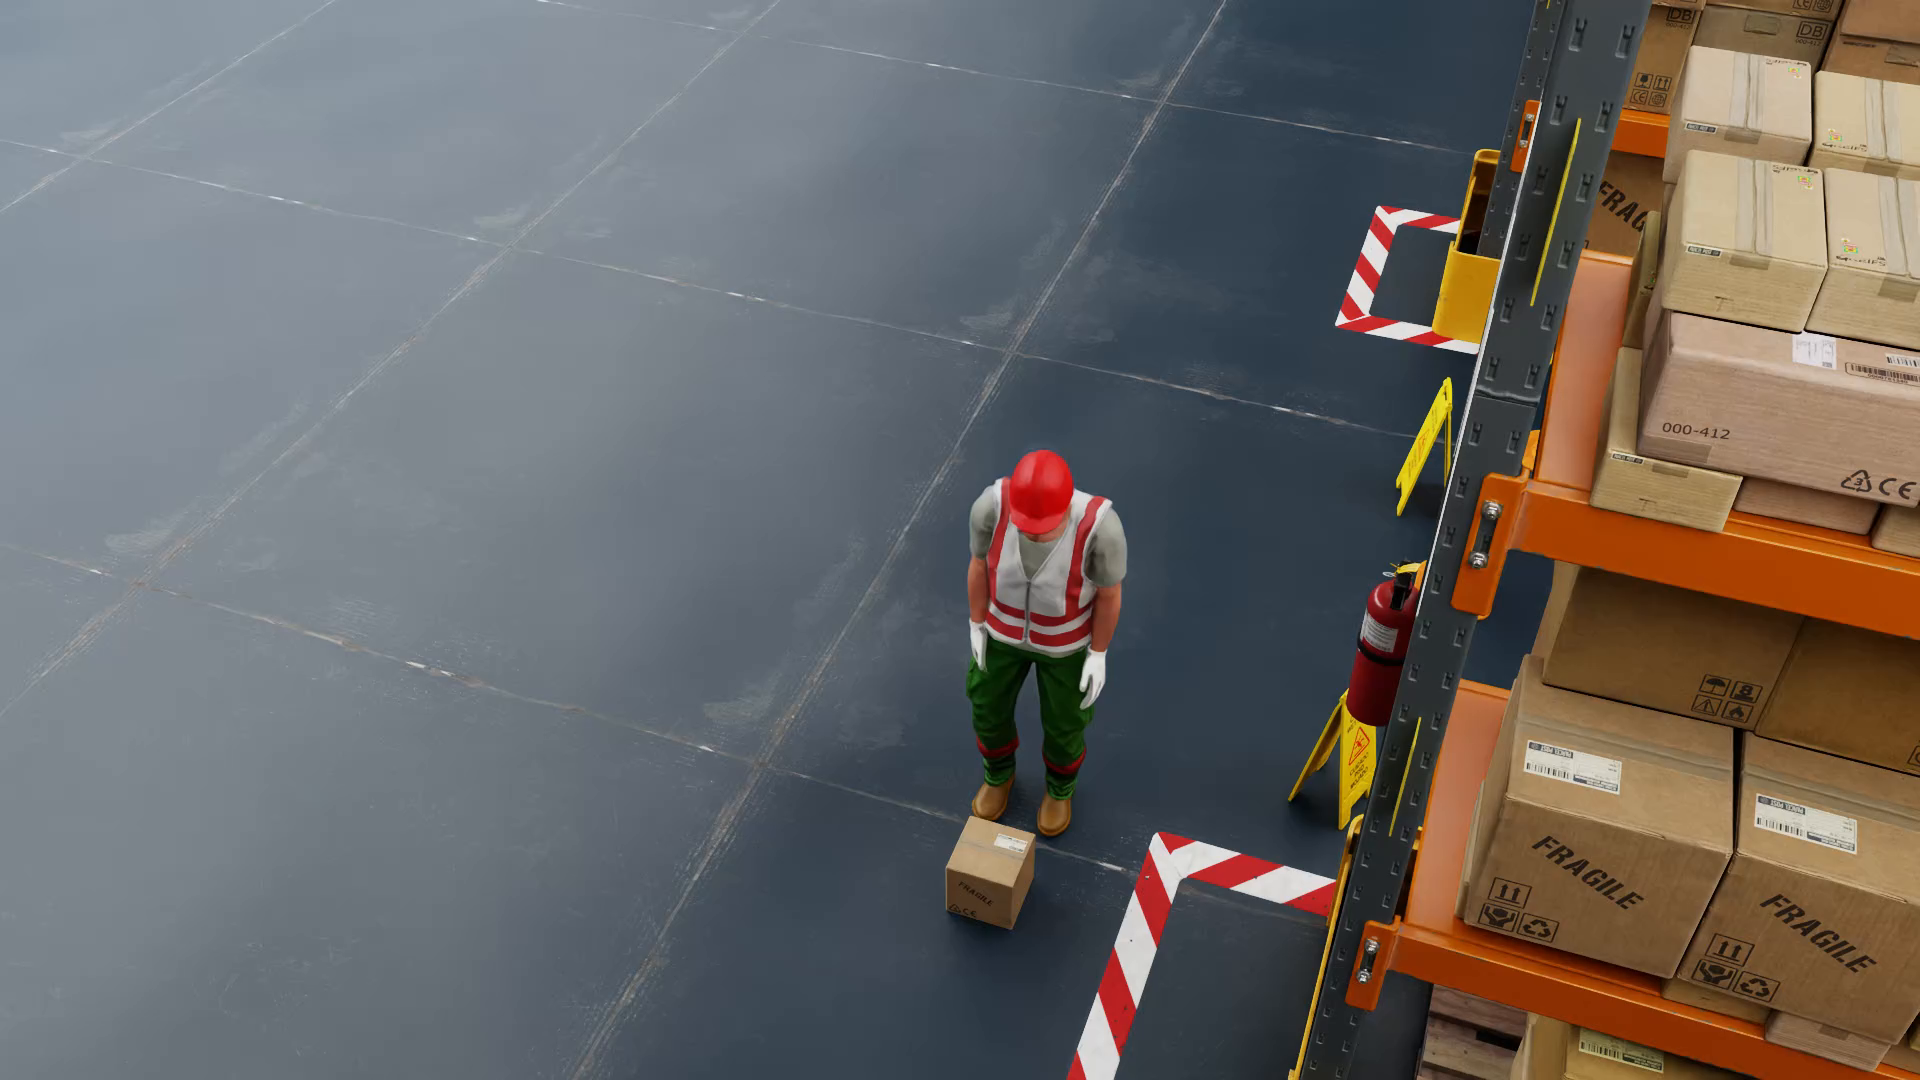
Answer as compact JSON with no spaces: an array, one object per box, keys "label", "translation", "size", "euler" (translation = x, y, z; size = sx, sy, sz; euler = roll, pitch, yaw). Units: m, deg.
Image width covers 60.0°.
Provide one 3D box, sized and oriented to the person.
[{"label":"person","translation":[0.277,0.354,5.771],"size":[0.539,1.744,0.443],"euler":[12,43,14]}]
